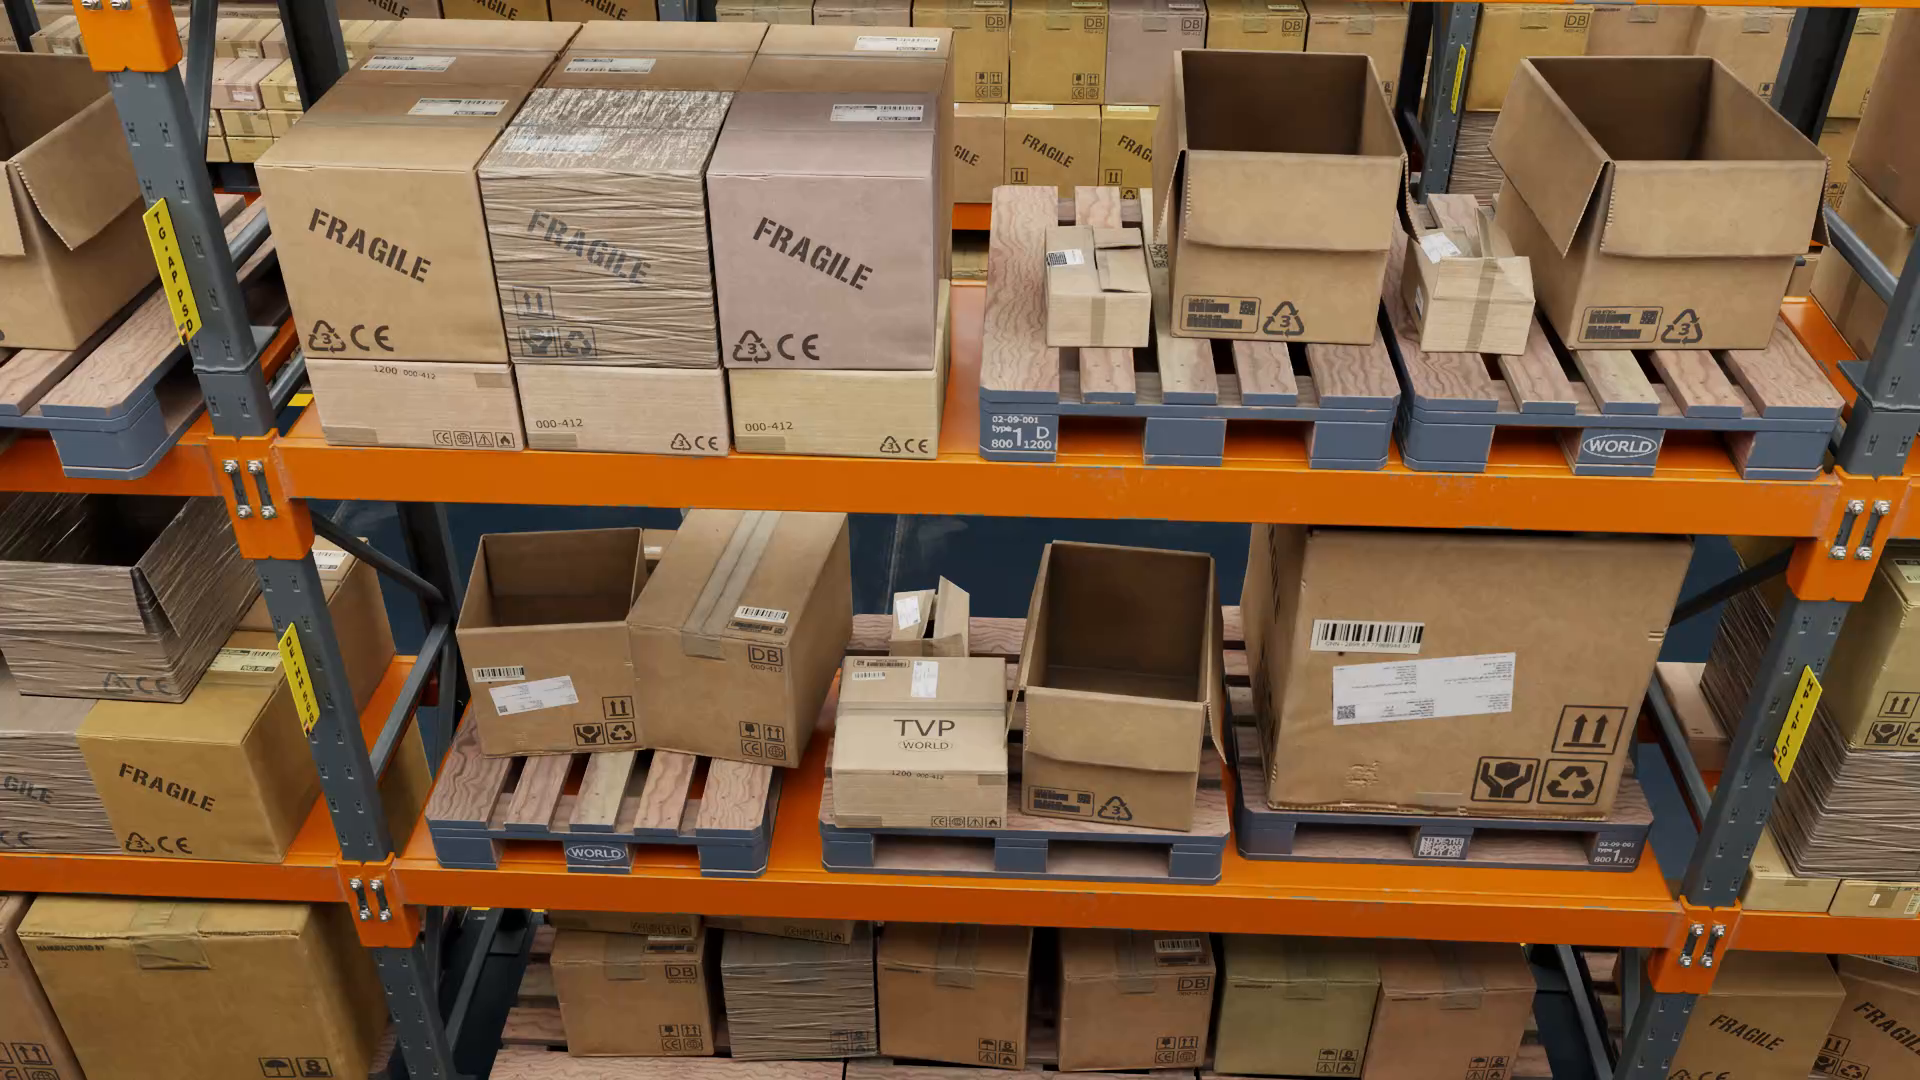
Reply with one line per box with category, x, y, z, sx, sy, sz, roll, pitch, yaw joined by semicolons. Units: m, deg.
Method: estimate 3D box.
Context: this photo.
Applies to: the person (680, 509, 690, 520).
person;-1.216;-0.495;7.835;0.429;1.772;0.644;0;35;-1
